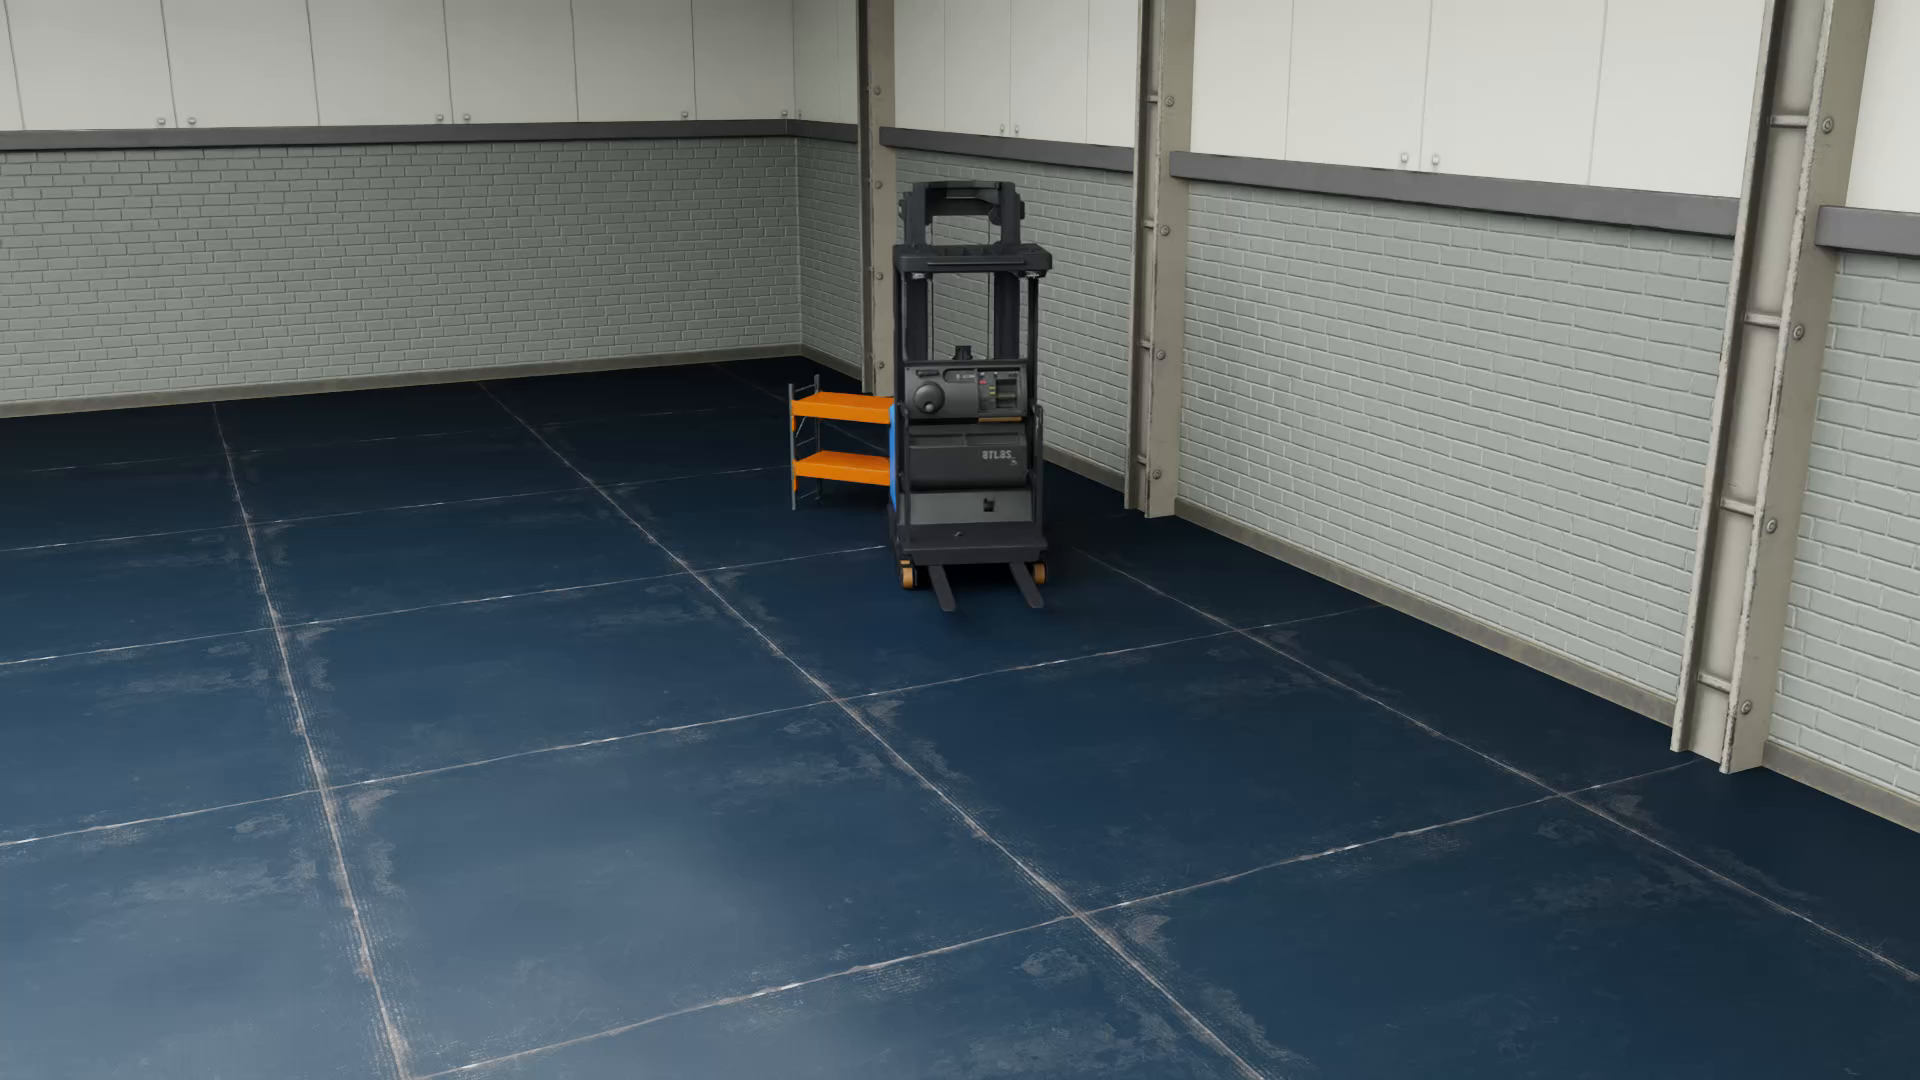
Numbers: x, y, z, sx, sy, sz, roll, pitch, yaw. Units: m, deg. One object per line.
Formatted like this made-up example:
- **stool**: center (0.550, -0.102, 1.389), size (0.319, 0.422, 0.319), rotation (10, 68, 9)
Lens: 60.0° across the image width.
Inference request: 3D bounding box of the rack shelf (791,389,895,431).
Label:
- **rack shelf**: center (-0.900, -1.092, 14.456), size (1.000, 0.278, 0.538), rotation (7, 17, 23)

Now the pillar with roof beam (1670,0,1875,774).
- **pillar with roof beam**: center (0.436, -2.574, 6.405), size (9.100, 9.000, 0.400), rotation (-8, 18, -25)

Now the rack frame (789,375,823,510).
- **rack frame**: center (-1.364, -0.868, 14.736), size (0.032, 1.125, 0.500), rotation (7, 17, 23)

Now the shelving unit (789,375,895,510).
- **shelving unit**: center (-0.900, -0.811, 14.536), size (1.048, 1.125, 0.538), rotation (7, 17, 23)

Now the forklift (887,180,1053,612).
- **forklift**: center (0.071, -1.139, 12.406), size (1.130, 2.935, 3.031), rotation (-2, 16, -6)

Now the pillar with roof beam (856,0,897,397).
- **pillar with roof beam**: center (-4.821, -5.549, 16.774), size (9.100, 9.000, 0.400), rotation (-8, 18, -25)

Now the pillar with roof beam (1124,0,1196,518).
- **pillar with roof beam**: center (-2.193, -4.061, 11.589), size (9.100, 9.000, 0.400), rotation (-8, 18, -25)

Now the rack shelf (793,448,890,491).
- **rack shelf**: center (-0.900, -0.576, 14.604), size (1.000, 0.278, 0.538), rotation (7, 17, 23)
